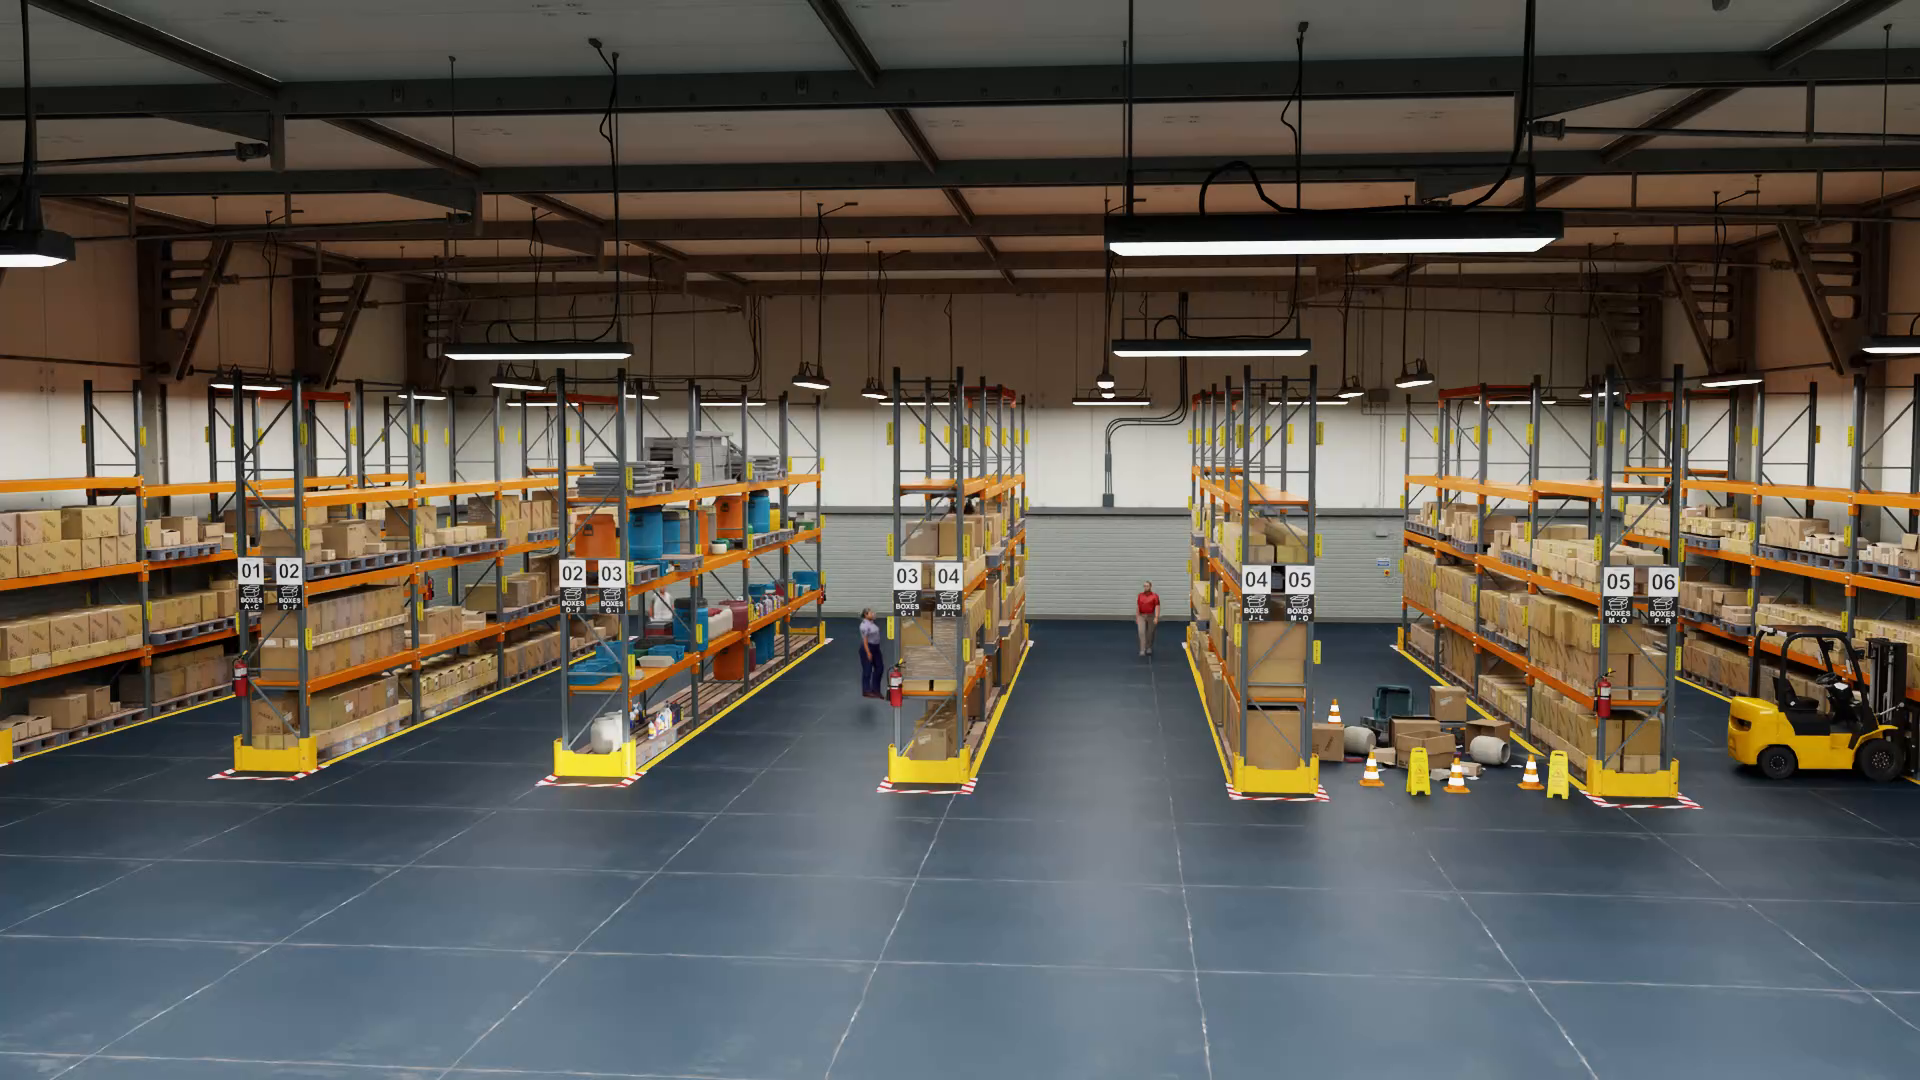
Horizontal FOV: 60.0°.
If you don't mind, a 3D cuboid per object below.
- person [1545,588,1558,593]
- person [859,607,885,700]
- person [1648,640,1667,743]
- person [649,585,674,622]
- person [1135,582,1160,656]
[{"bbox_3d":[14.306,1.667,40.178,0.816,1.638,0.510,0,4,1],"label":"person"},{"bbox_3d":[-1.642,2.098,30.569,0.387,1.722,0.499,2,4,30],"label":"person"},{"bbox_3d":[11.305,2.499,27.075,0.515,1.743,0.370,-3,5,-38],"label":"person"},{"bbox_3d":[-6.700,1.789,37.415,0.643,1.736,1.051,0,4,4],"label":"person"},{"bbox_3d":[4.271,1.788,37.853,0.558,1.662,1.030,0,4,5],"label":"person"}]
